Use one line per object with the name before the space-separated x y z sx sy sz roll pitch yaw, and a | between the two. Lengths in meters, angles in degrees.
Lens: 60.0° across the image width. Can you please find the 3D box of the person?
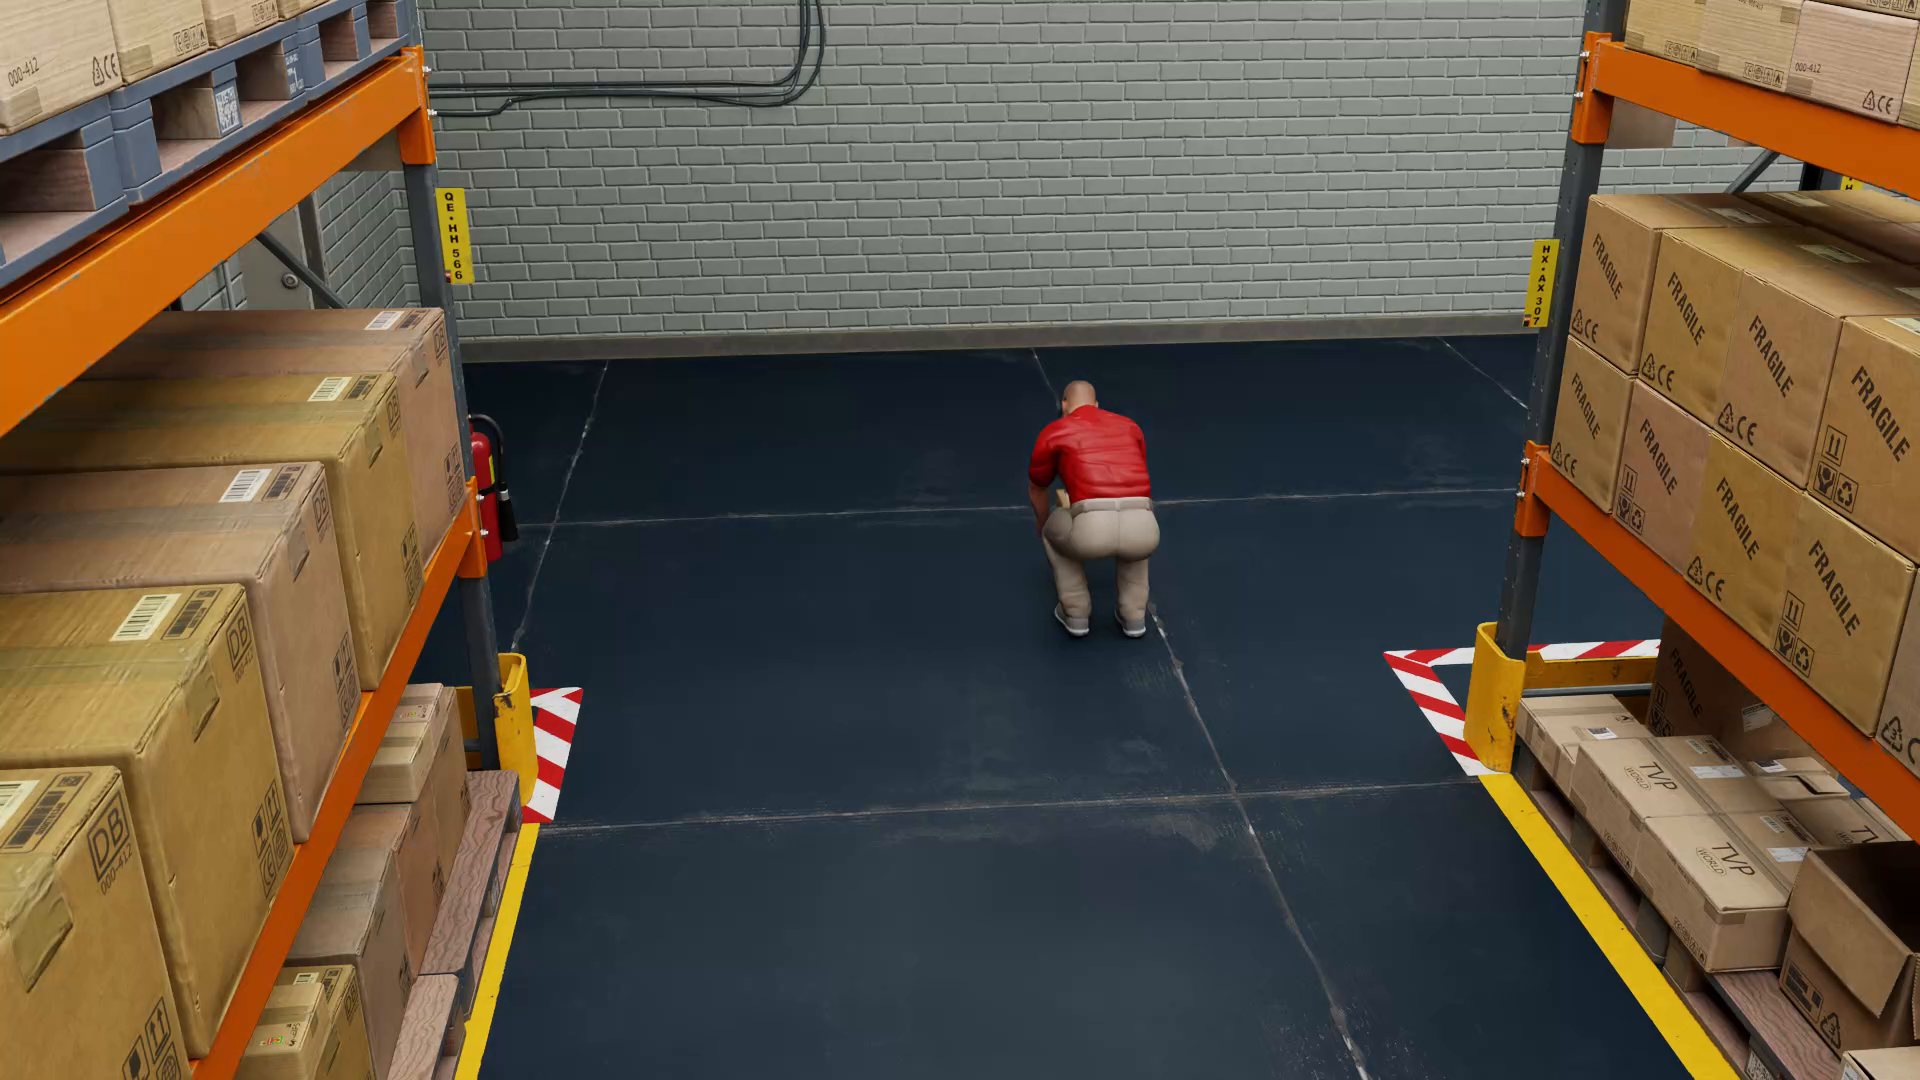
person | 0.620 -0.125 7.728 0.573 1.077 0.845 -2 24 -5
